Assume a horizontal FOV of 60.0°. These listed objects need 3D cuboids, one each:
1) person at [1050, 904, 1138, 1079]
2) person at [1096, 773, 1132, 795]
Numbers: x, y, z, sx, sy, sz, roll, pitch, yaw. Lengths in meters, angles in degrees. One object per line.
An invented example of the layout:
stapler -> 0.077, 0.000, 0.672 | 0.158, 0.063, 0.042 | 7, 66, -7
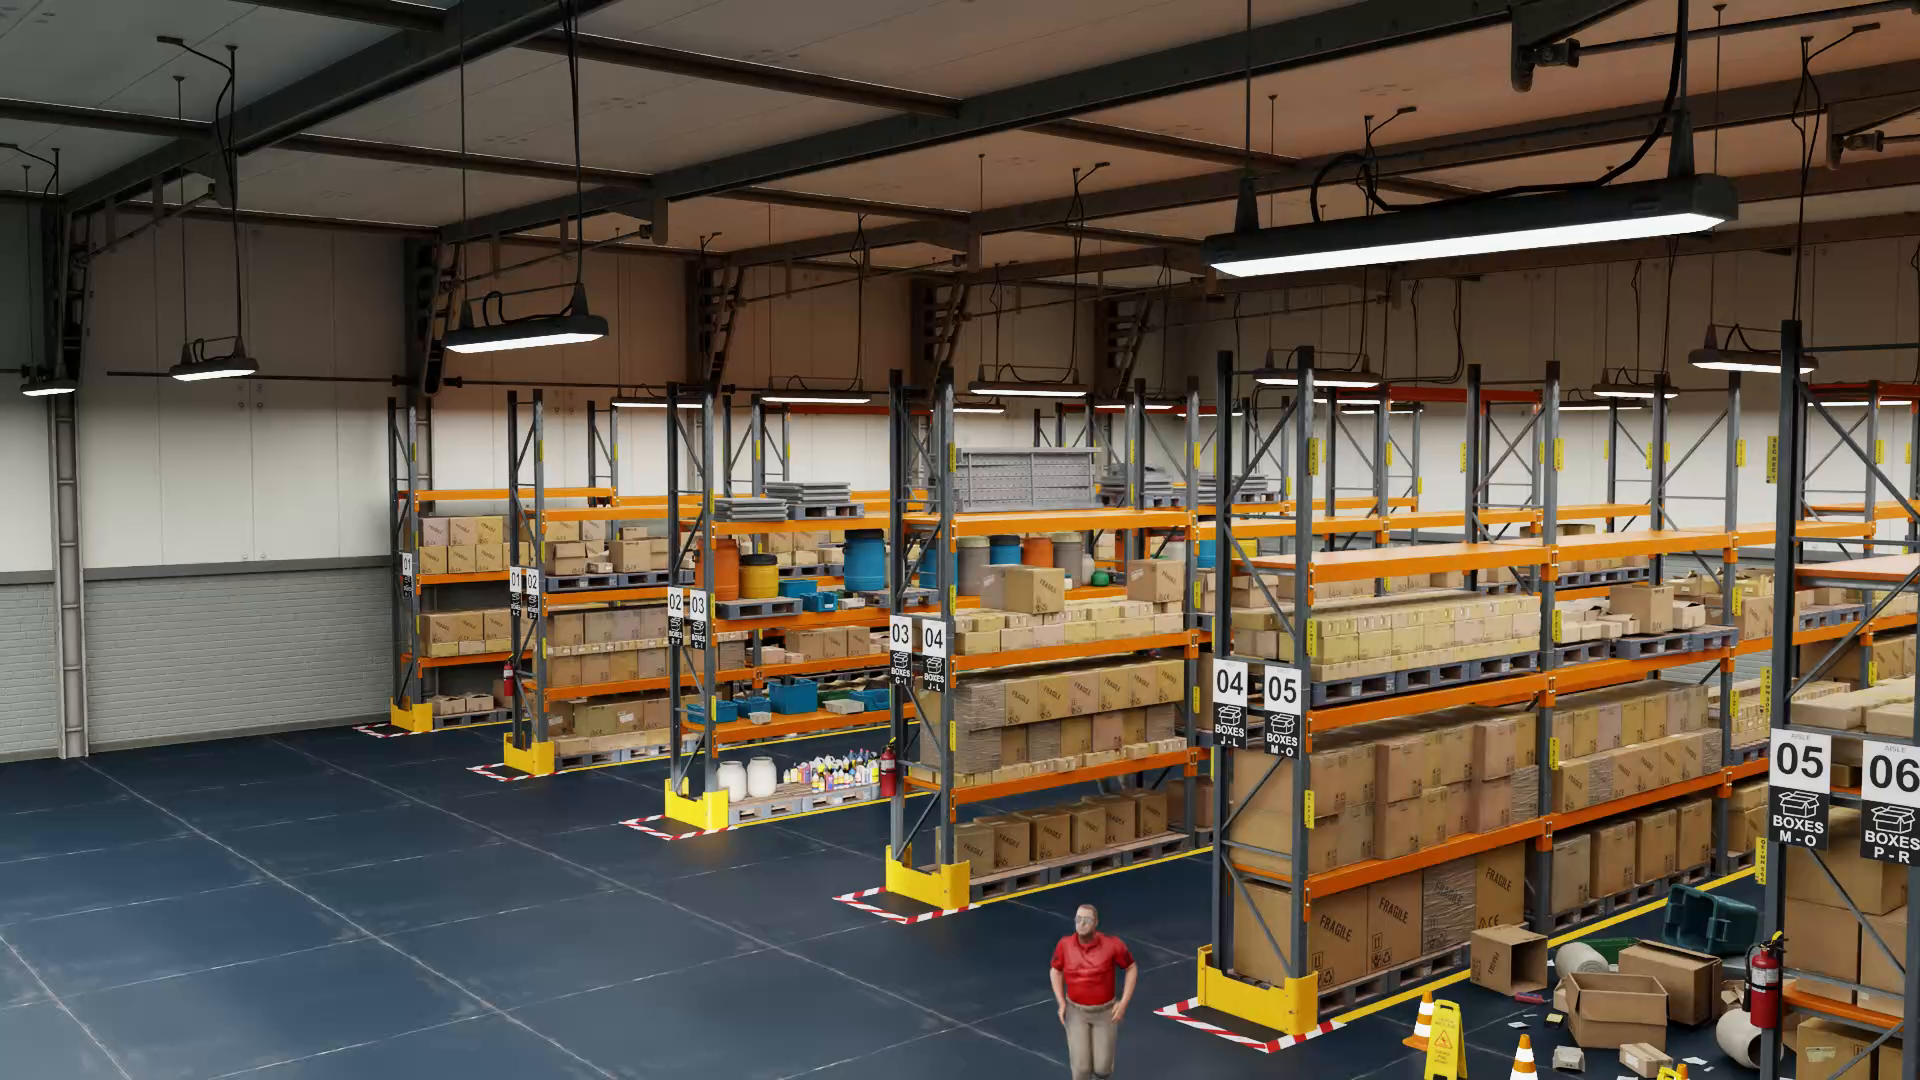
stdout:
person -> 1.017, 3.585, 12.653 | 0.669, 1.707, 0.667 | 1, 3, 15
person -> 2.152, 2.946, 22.959 | 0.671, 1.801, 0.728 | 3, 4, 41
